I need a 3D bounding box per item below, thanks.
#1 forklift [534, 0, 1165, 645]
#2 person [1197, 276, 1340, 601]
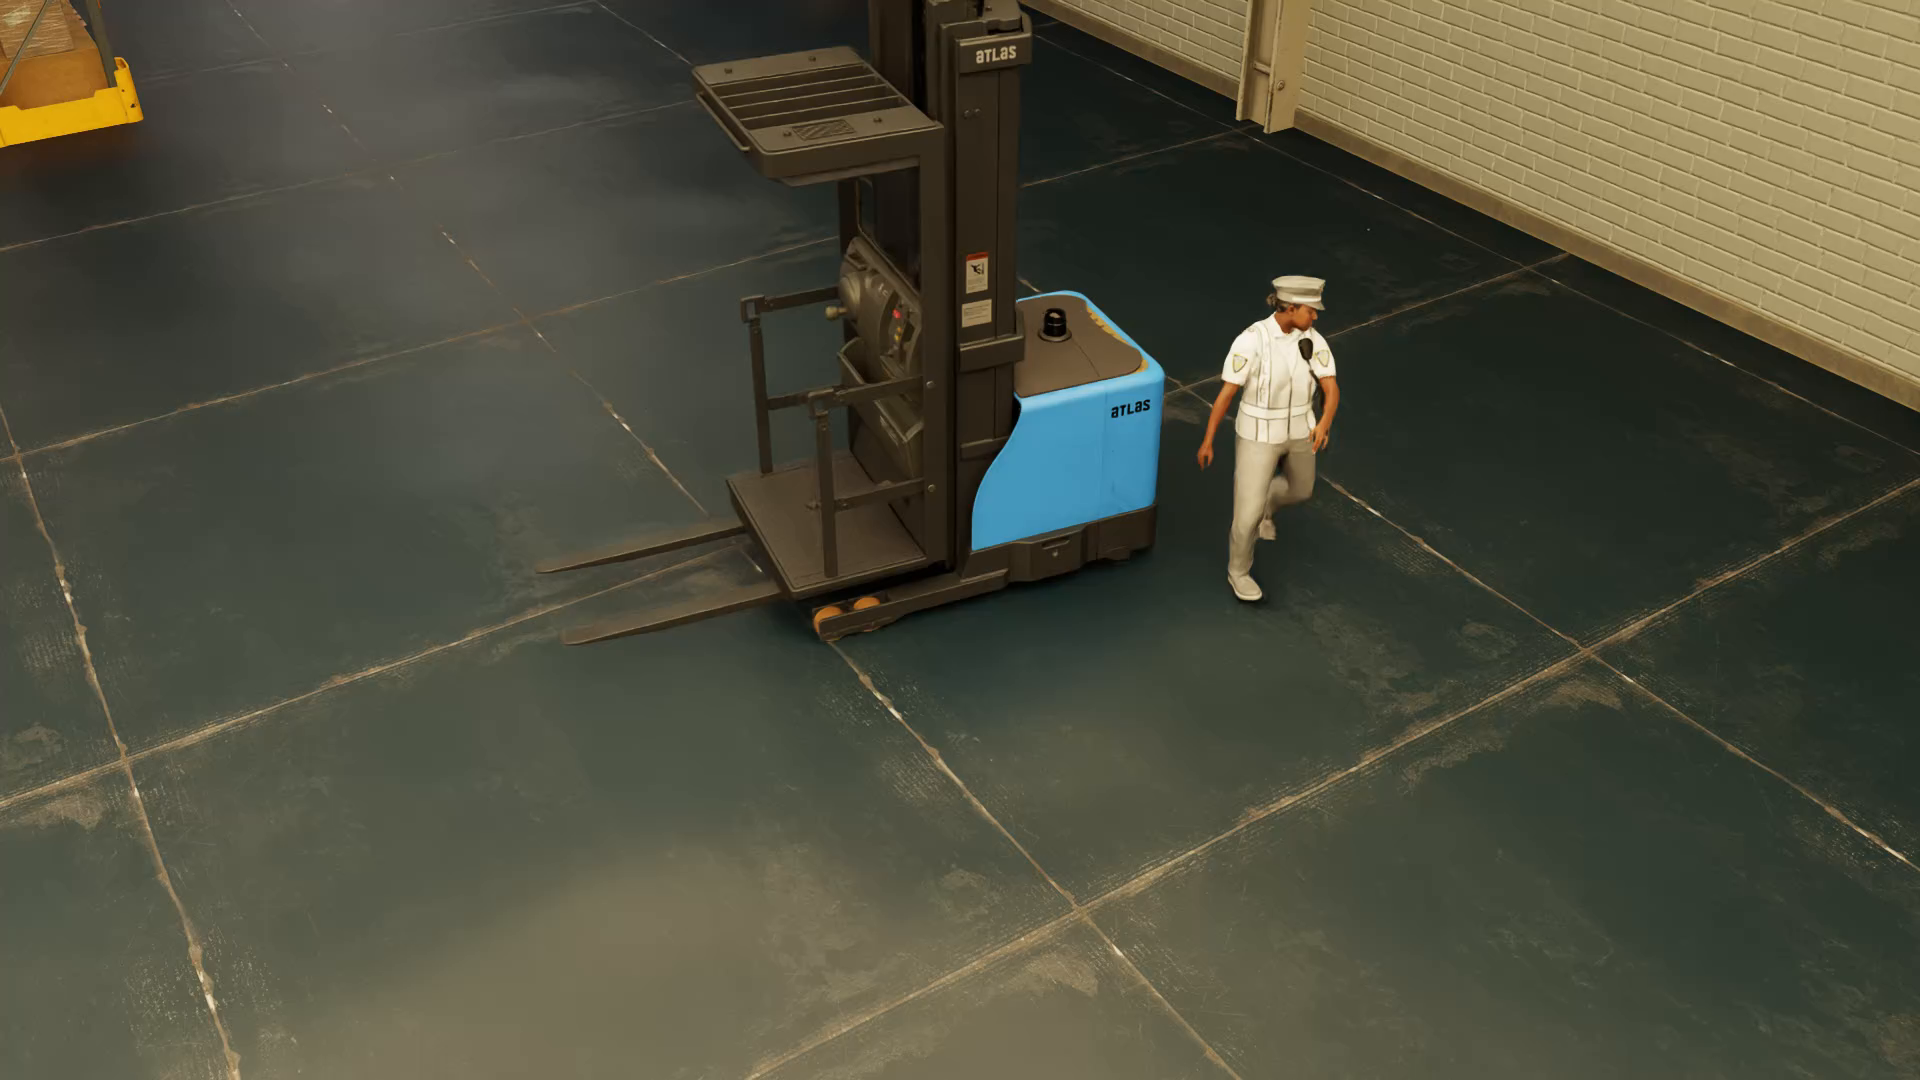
[{"bbox_3d":[-0.559,-1.058,7.654,3.031,2.935,1.130,-14,37,-19],"label":"forklift"},{"bbox_3d":[1.477,-0.478,8.055,0.694,1.583,0.857,-14,37,-19],"label":"person"}]
